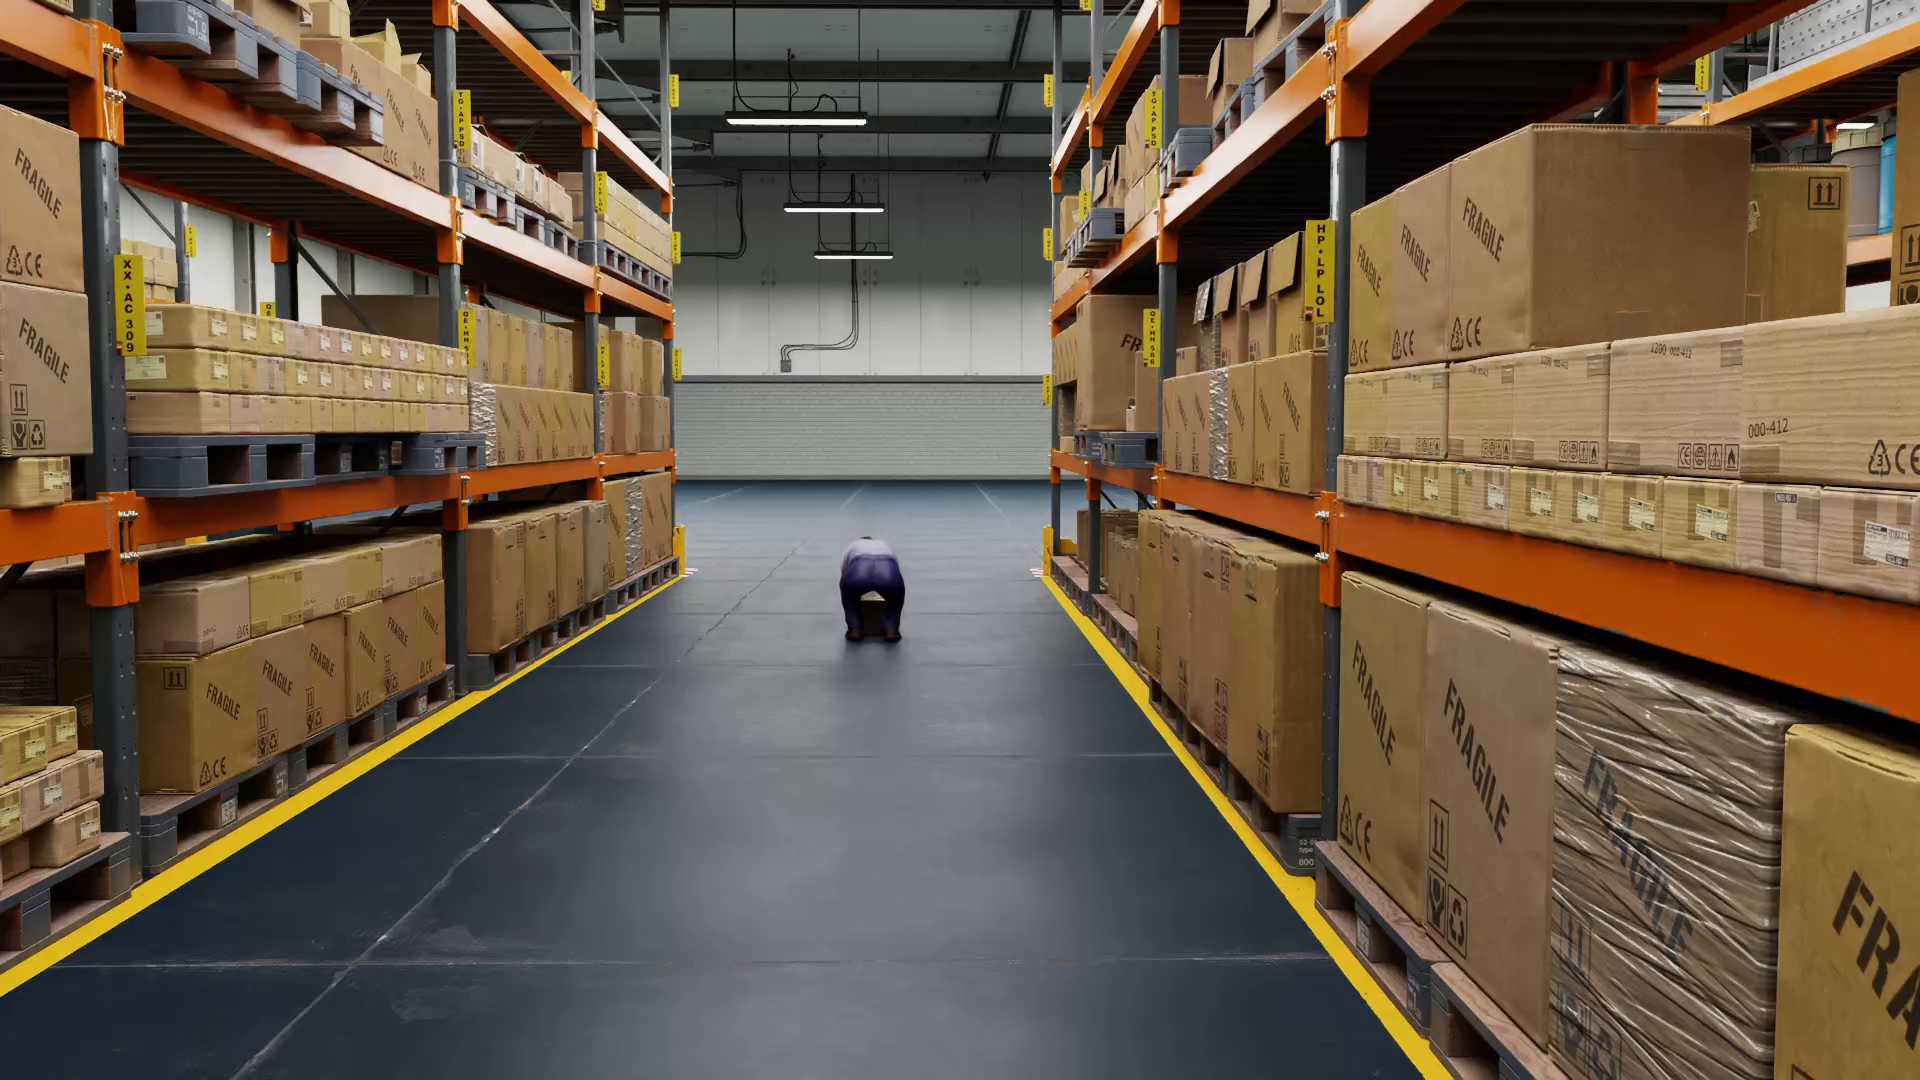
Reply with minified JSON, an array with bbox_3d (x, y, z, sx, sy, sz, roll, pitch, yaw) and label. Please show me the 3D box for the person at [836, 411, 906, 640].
[{"bbox_3d":[-0.647,-0.103,12.048,0.502,1.656,0.437,0,4,-2],"label":"person"}]
